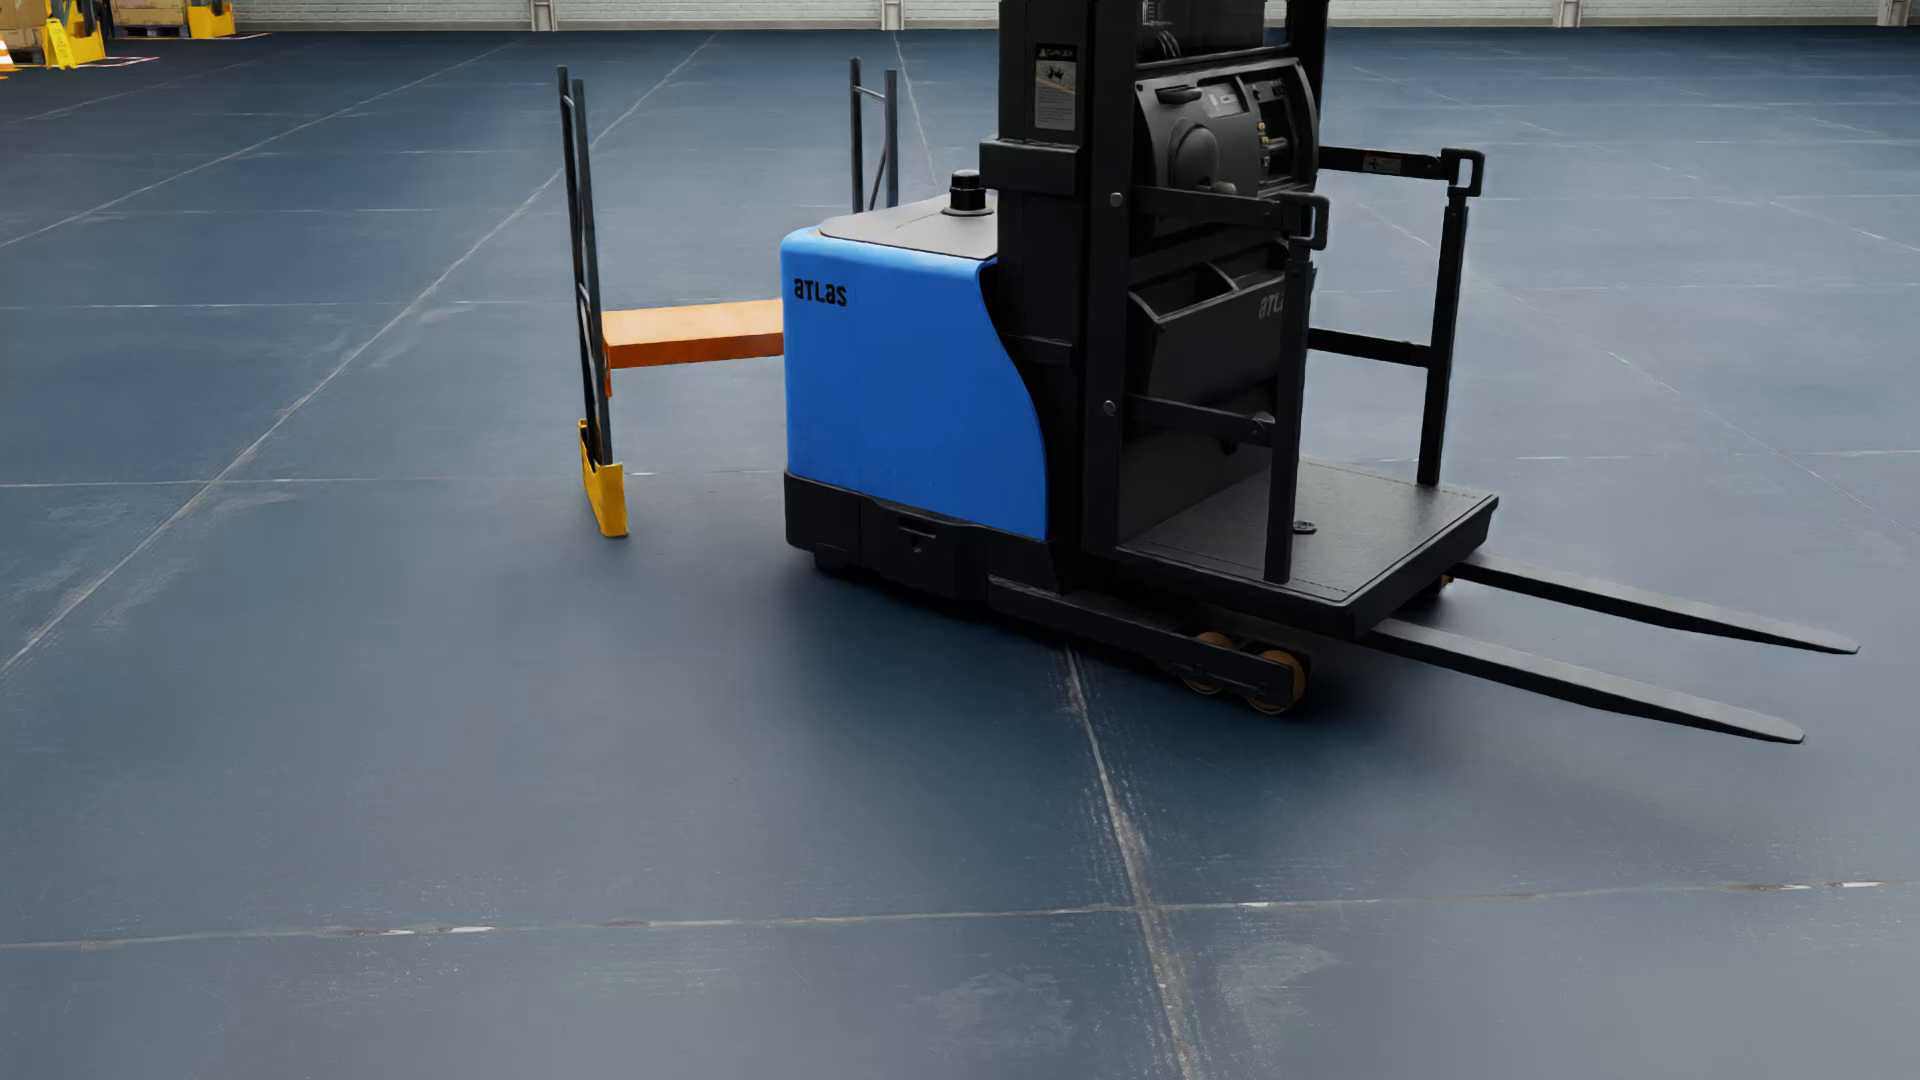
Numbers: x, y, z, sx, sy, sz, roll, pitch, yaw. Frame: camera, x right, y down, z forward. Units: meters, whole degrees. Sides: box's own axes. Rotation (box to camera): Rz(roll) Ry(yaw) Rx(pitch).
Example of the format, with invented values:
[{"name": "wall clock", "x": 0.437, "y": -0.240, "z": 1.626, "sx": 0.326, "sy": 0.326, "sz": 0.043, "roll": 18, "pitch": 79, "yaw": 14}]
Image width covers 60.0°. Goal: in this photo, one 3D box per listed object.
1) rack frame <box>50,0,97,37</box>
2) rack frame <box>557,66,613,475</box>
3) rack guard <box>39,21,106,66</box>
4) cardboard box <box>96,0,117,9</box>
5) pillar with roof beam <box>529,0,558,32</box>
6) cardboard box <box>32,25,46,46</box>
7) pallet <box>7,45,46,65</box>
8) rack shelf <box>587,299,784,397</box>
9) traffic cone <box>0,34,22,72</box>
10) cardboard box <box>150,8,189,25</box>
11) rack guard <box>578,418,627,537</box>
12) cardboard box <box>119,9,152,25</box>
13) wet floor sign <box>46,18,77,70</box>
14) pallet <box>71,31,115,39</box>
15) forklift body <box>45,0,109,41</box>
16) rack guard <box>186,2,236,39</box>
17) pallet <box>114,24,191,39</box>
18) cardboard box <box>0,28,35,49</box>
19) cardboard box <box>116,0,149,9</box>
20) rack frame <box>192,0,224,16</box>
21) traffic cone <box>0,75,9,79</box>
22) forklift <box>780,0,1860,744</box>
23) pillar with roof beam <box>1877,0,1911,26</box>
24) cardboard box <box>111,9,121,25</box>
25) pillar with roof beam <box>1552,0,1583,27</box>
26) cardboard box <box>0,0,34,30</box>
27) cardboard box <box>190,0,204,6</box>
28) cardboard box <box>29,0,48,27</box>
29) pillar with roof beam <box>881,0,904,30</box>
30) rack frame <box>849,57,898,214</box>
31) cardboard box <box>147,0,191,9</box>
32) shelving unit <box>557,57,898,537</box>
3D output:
[{"name": "rack frame", "x": -12.121, "y": -8.005, "z": 22.431, "sx": 0.127, "sy": 3.000, "sz": 1.000, "roll": -1, "pitch": 21, "yaw": -3}, {"name": "rack frame", "x": -1.265, "y": -0.814, "z": 5.651, "sx": 0.032, "sy": 1.500, "sz": 0.500, "roll": -7, "pitch": 22, "yaw": -17}, {"name": "rack guard", "x": -12.197, "y": -6.835, "z": 22.872, "sx": 0.348, "sy": 0.500, "sz": 1.175, "roll": -1, "pitch": 21, "yaw": -3}, {"name": "cardboard box", "x": -13.892, "y": -8.768, "z": 27.006, "sx": 0.500, "sy": 0.250, "sz": 0.500, "roll": -2, "pitch": 21, "yaw": -4}, {"name": "pillar with roof beam", "x": -6.918, "y": -11.470, "z": 23.102, "sx": 0.400, "sy": 9.000, "sz": 9.100, "roll": -1, "pitch": 21, "yaw": -3}, {"name": "cardboard box", "x": -12.942, "y": -6.998, "z": 23.060, "sx": 0.500, "sy": 0.250, "sz": 0.500, "roll": -1, "pitch": 21, "yaw": -3}, {"name": "pallet", "x": -13.010, "y": -6.696, "z": 22.913, "sx": 1.213, "sy": 0.211, "sz": 1.003, "roll": -1, "pitch": 21, "yaw": -3}, {"name": "rack shelf", "x": -0.783, "y": -0.703, "z": 5.865, "sx": 1.000, "sy": 0.185, "sz": 0.538, "roll": -7, "pitch": 22, "yaw": -17}, {"name": "traffic cone", "x": -12.476, "y": -6.352, "z": 21.656, "sx": 0.334, "sy": 0.463, "sz": 0.336, "roll": -1, "pitch": 21, "yaw": -3}, {"name": "cardboard box", "x": -12.859, "y": -8.558, "z": 27.157, "sx": 0.500, "sy": 0.250, "sz": 0.500, "roll": -1, "pitch": 21, "yaw": -3}, {"name": "rack guard", "x": -1.264, "y": -0.230, "z": 5.874, "sx": 0.087, "sy": 0.250, "sz": 0.587, "roll": -7, "pitch": 22, "yaw": -17}, {"name": "cardboard box", "x": -13.356, "y": -8.551, "z": 27.139, "sx": 0.500, "sy": 0.250, "sz": 0.500, "roll": -1, "pitch": 21, "yaw": -3}, {"name": "wet floor sign", "x": -11.870, "y": -6.528, "z": 21.862, "sx": 0.232, "sy": 0.644, "sz": 0.267, "roll": 6, "pitch": 22, "yaw": 16}, {"name": "pallet", "x": -14.384, "y": -8.411, "z": 27.416, "sx": 1.213, "sy": 0.211, "sz": 1.003, "roll": -1, "pitch": 21, "yaw": -3}, {"name": "forklift body", "x": -14.197, "y": -8.685, "z": 25.410, "sx": 1.214, "sy": 2.155, "sz": 2.313, "roll": -1, "pitch": 21, "yaw": -3}, {"name": "rack guard", "x": -12.384, "y": -8.600, "z": 27.508, "sx": 0.348, "sy": 0.500, "sz": 1.175, "roll": -1, "pitch": 21, "yaw": -3}, {"name": "pallet", "x": -13.169, "y": -8.435, "z": 27.478, "sx": 1.213, "sy": 0.211, "sz": 1.003, "roll": -1, "pitch": 21, "yaw": -3}, {"name": "cardboard box", "x": -12.936, "y": -6.804, "z": 22.550, "sx": 0.500, "sy": 0.250, "sz": 0.500, "roll": -1, "pitch": 21, "yaw": -3}, {"name": "cardboard box", "x": -13.377, "y": -8.786, "z": 27.053, "sx": 0.500, "sy": 0.250, "sz": 0.500, "roll": -1, "pitch": 21, "yaw": -4}, {"name": "rack frame", "x": -12.408, "y": -9.768, "z": 27.062, "sx": 0.127, "sy": 3.000, "sz": 1.000, "roll": -1, "pitch": 21, "yaw": -3}, {"name": "traffic cone", "x": -12.074, "y": -5.965, "z": 20.638, "sx": 0.334, "sy": 0.463, "sz": 0.336, "roll": -1, "pitch": 21, "yaw": -3}, {"name": "forklift", "x": 0.912, "y": -1.122, "z": 4.449, "sx": 3.031, "sy": 2.935, "sz": 1.130, "roll": 15, "pitch": 26, "yaw": 35}, {"name": "pillar with roof beam", "x": 17.042, "y": -11.958, "z": 24.382, "sx": 0.400, "sy": 9.000, "sz": 9.100, "roll": -1, "pitch": 21, "yaw": -3}, {"name": "cardboard box", "x": -13.856, "y": -8.544, "z": 27.121, "sx": 0.500, "sy": 0.250, "sz": 0.500, "roll": -1, "pitch": 21, "yaw": -2}, {"name": "pillar with roof beam", "x": 11.052, "y": -11.836, "z": 24.062, "sx": 0.400, "sy": 9.000, "sz": 9.100, "roll": -1, "pitch": 21, "yaw": -3}, {"name": "cardboard box", "x": -12.906, "y": -7.158, "z": 22.426, "sx": 0.500, "sy": 0.500, "sz": 0.500, "roll": -1, "pitch": 21, "yaw": -3}, {"name": "cardboard box", "x": -12.889, "y": -8.977, "z": 27.556, "sx": 0.500, "sy": 0.250, "sz": 0.500, "roll": -1, "pitch": 21, "yaw": -2}, {"name": "cardboard box", "x": -12.966, "y": -7.348, "z": 22.925, "sx": 0.500, "sy": 0.500, "sz": 0.500, "roll": -2, "pitch": 21, "yaw": -5}, {"name": "pillar with roof beam", "x": -0.928, "y": -11.592, "z": 23.422, "sx": 0.400, "sy": 9.000, "sz": 9.100, "roll": -1, "pitch": 21, "yaw": -3}, {"name": "rack frame", "x": -0.301, "y": -0.929, "z": 5.952, "sx": 0.032, "sy": 1.500, "sz": 0.500, "roll": -7, "pitch": 22, "yaw": -17}, {"name": "cardboard box", "x": -12.876, "y": -8.792, "z": 27.070, "sx": 0.500, "sy": 0.250, "sz": 0.500, "roll": -1, "pitch": 21, "yaw": -4}, {"name": "shelving unit", "x": -0.792, "y": -0.870, "z": 5.799, "sx": 1.083, "sy": 1.500, "sz": 0.587, "roll": -7, "pitch": 22, "yaw": -17}]
